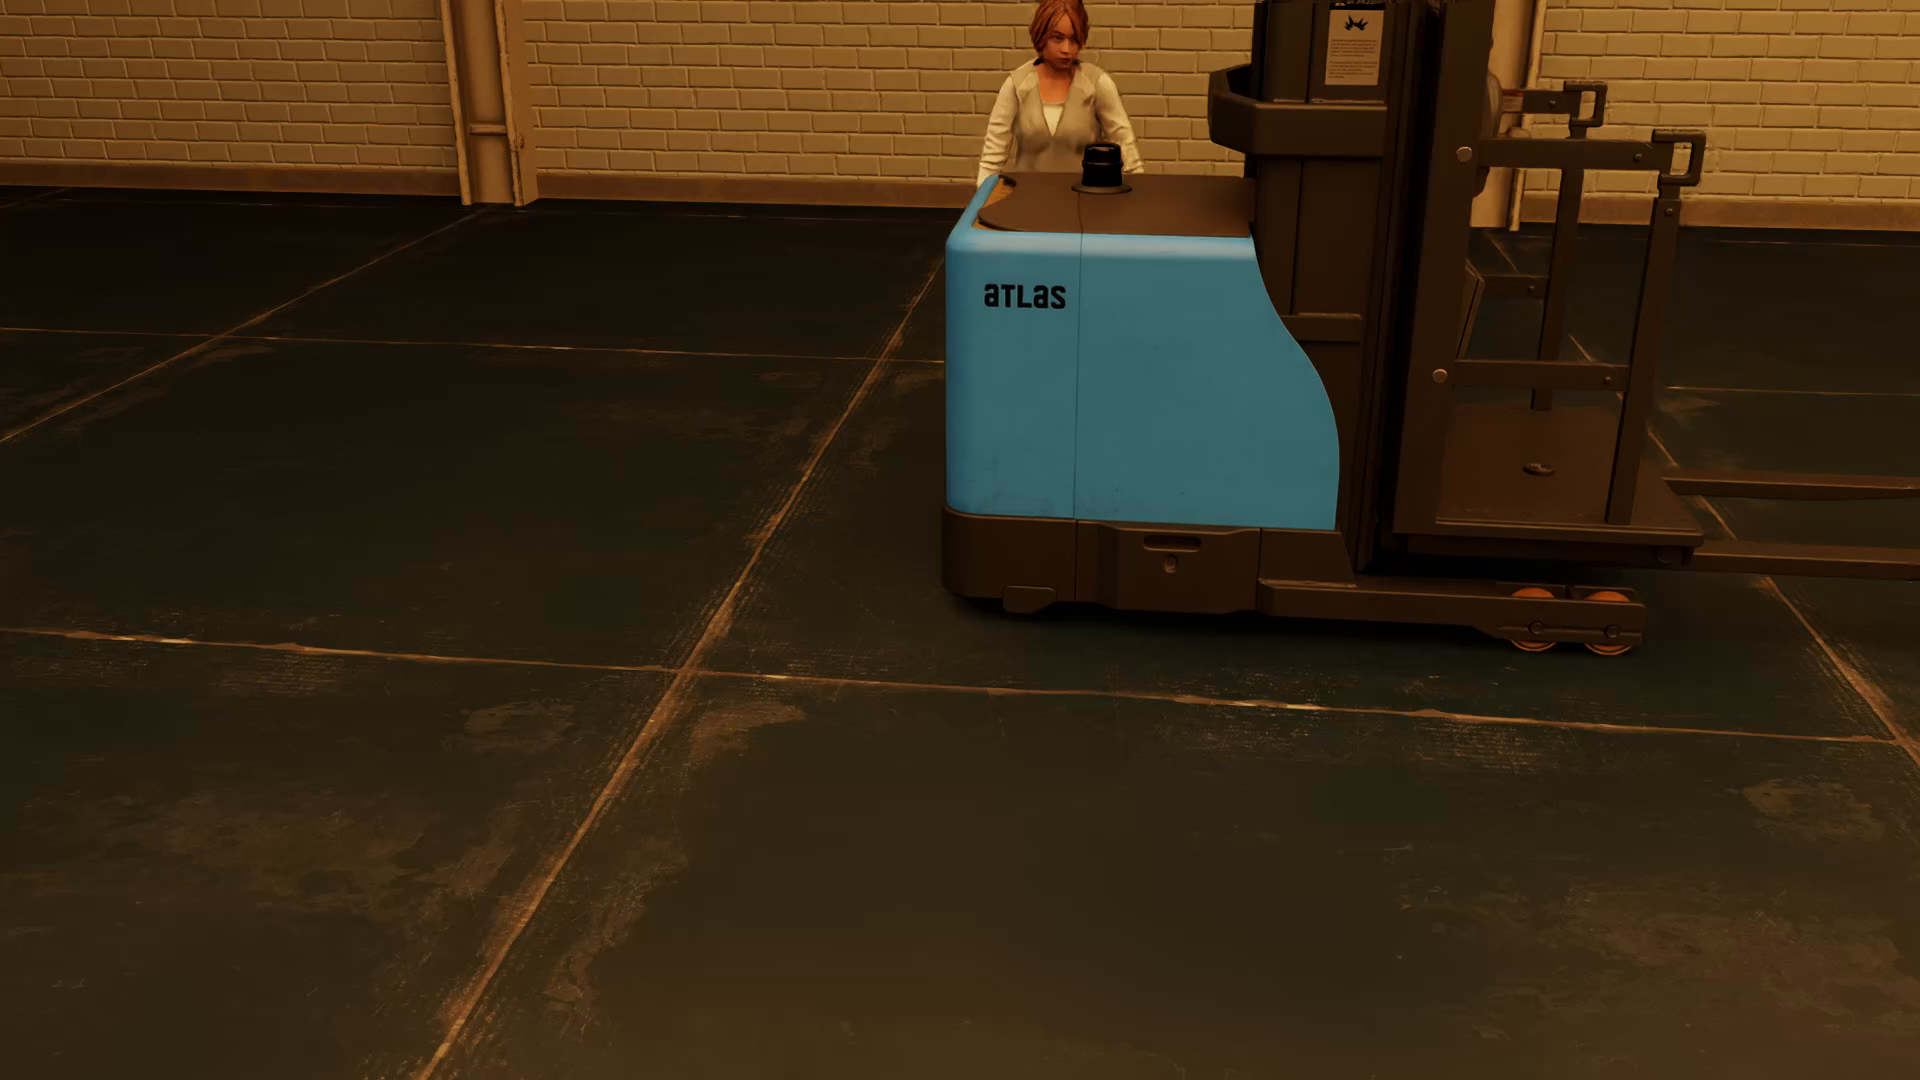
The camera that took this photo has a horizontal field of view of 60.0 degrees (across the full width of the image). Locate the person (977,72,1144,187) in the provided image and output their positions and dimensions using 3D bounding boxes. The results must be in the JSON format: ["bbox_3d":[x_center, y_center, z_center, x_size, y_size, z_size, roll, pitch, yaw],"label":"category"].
[{"bbox_3d":[0.369,-0.933,5.713,0.633,1.335,0.283,2,22,5],"label":"person"}]

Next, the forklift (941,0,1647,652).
[{"bbox_3d":[1.504,-1.264,4.393,3.031,2.935,1.130,3,22,6],"label":"forklift"}]
